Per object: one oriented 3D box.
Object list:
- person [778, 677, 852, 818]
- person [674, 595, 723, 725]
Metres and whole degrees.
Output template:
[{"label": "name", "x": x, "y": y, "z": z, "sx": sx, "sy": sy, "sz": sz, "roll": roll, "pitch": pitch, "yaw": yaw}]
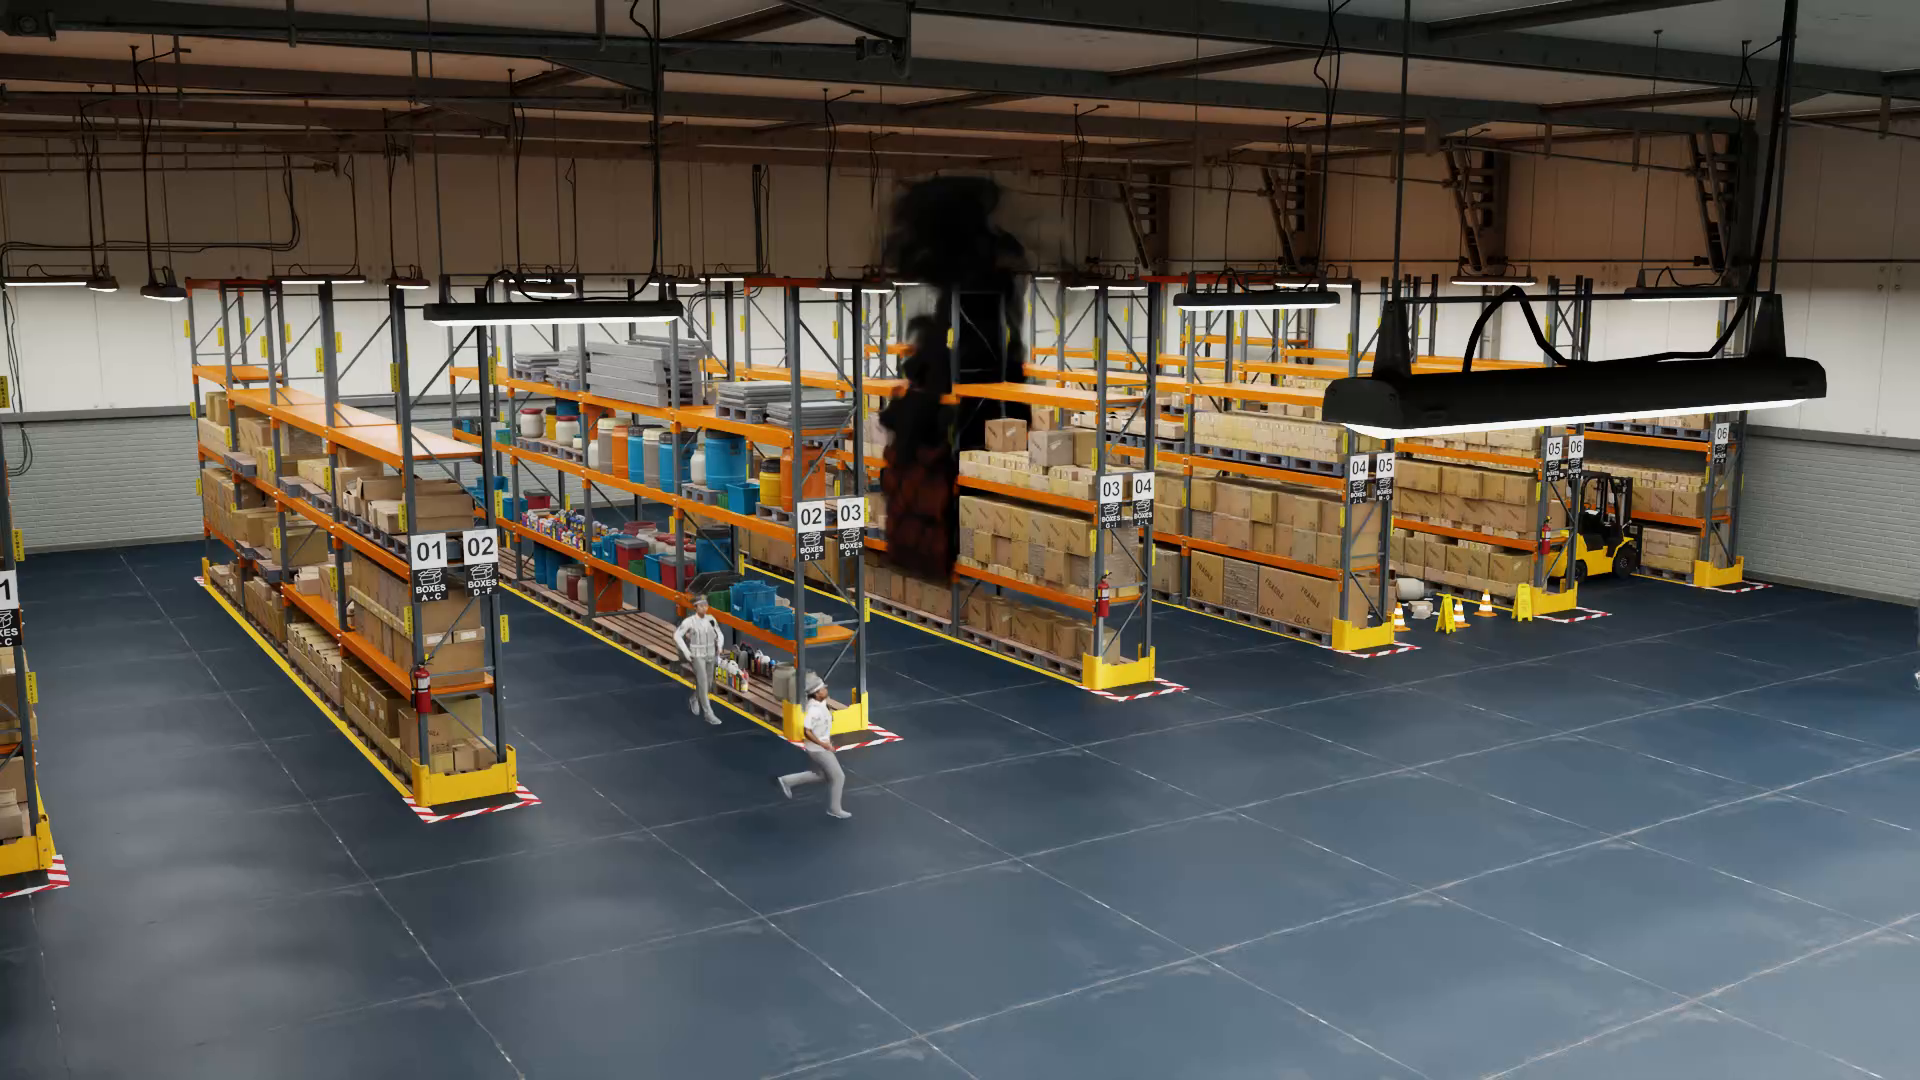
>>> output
[{"label": "person", "x": -1.651, "y": 2.384, "z": 19.002, "sx": 0.809, "sy": 1.675, "sz": 0.573, "roll": -2, "pitch": 10, "yaw": -9}, {"label": "person", "x": -3.402, "y": 1.555, "z": 21.962, "sx": 0.642, "sy": 1.695, "sz": 0.773, "roll": -8, "pitch": 12, "yaw": -40}]
